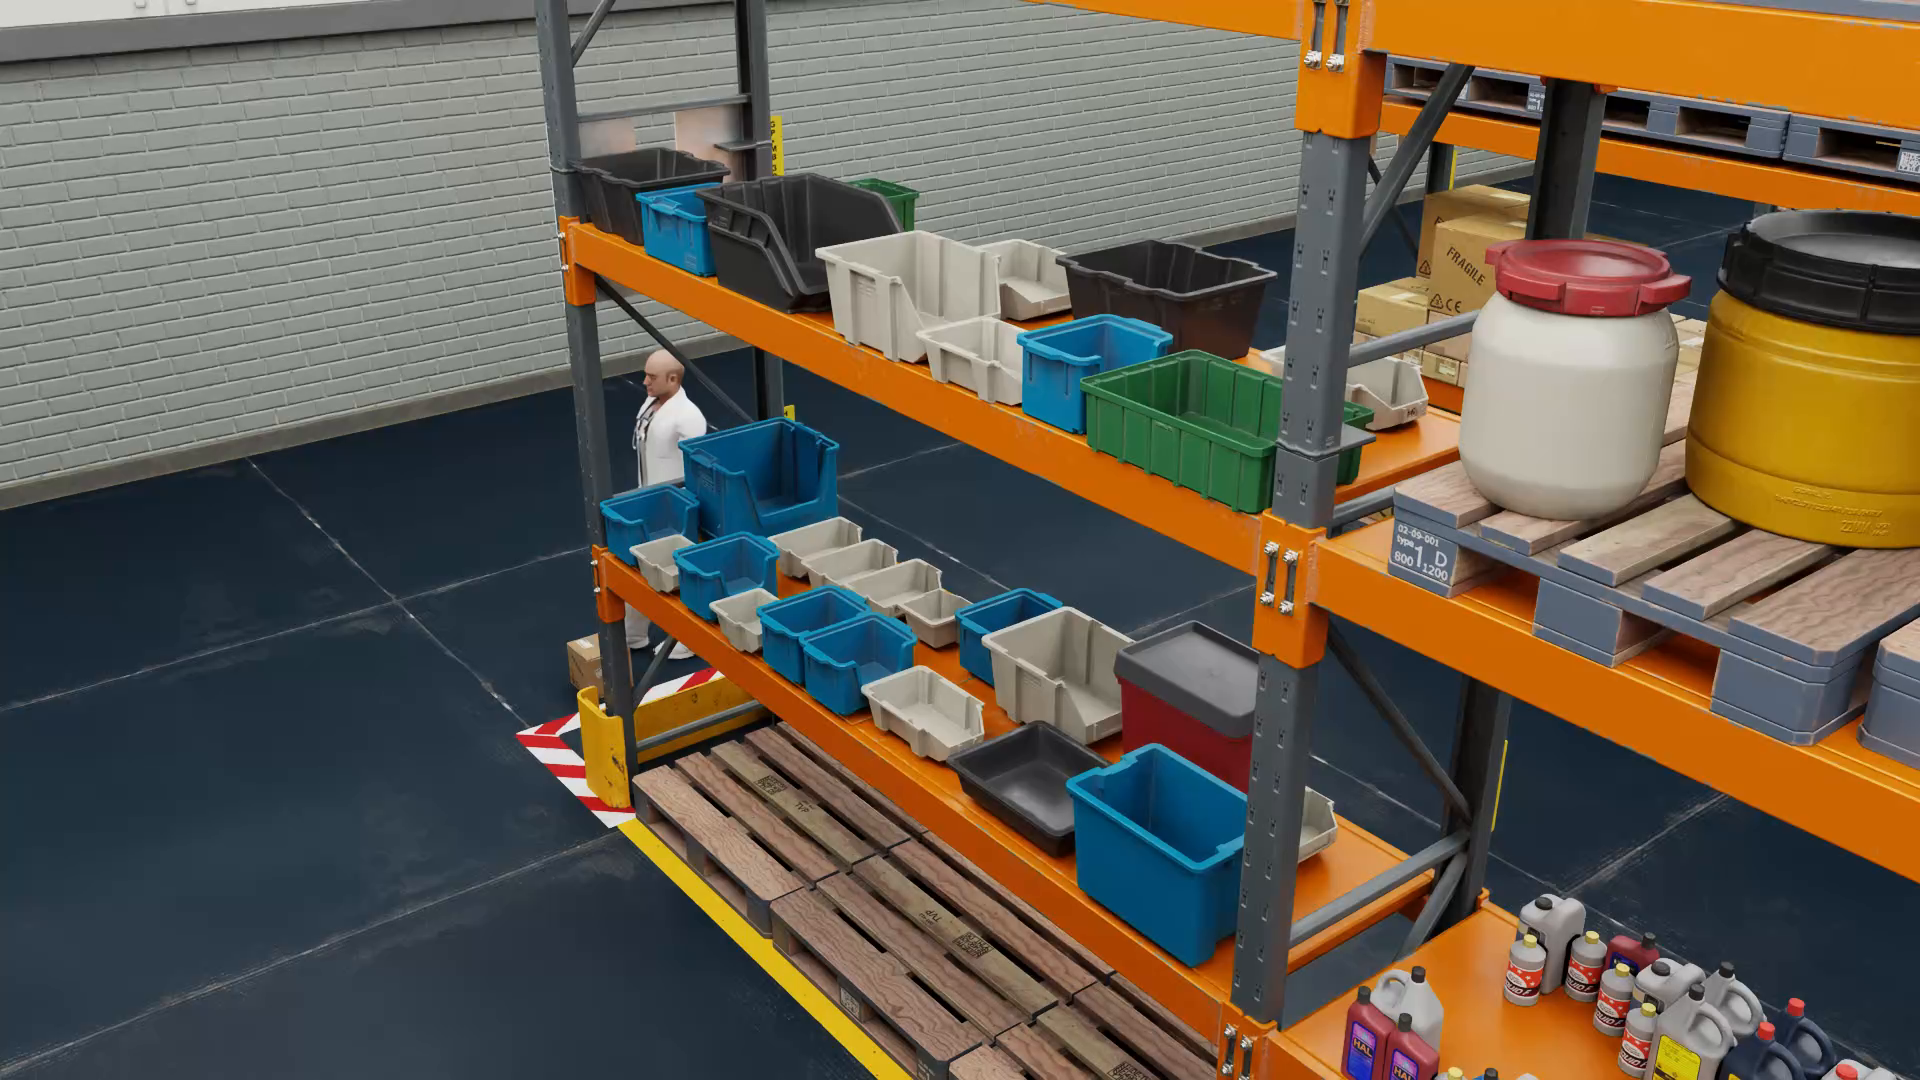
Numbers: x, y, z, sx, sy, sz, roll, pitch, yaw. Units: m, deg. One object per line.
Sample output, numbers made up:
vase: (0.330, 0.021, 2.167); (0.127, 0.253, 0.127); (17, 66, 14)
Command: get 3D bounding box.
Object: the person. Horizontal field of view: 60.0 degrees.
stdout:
person: (-1.694, -0.096, 8.953); (0.695, 1.666, 0.593); (-17, 29, -32)
